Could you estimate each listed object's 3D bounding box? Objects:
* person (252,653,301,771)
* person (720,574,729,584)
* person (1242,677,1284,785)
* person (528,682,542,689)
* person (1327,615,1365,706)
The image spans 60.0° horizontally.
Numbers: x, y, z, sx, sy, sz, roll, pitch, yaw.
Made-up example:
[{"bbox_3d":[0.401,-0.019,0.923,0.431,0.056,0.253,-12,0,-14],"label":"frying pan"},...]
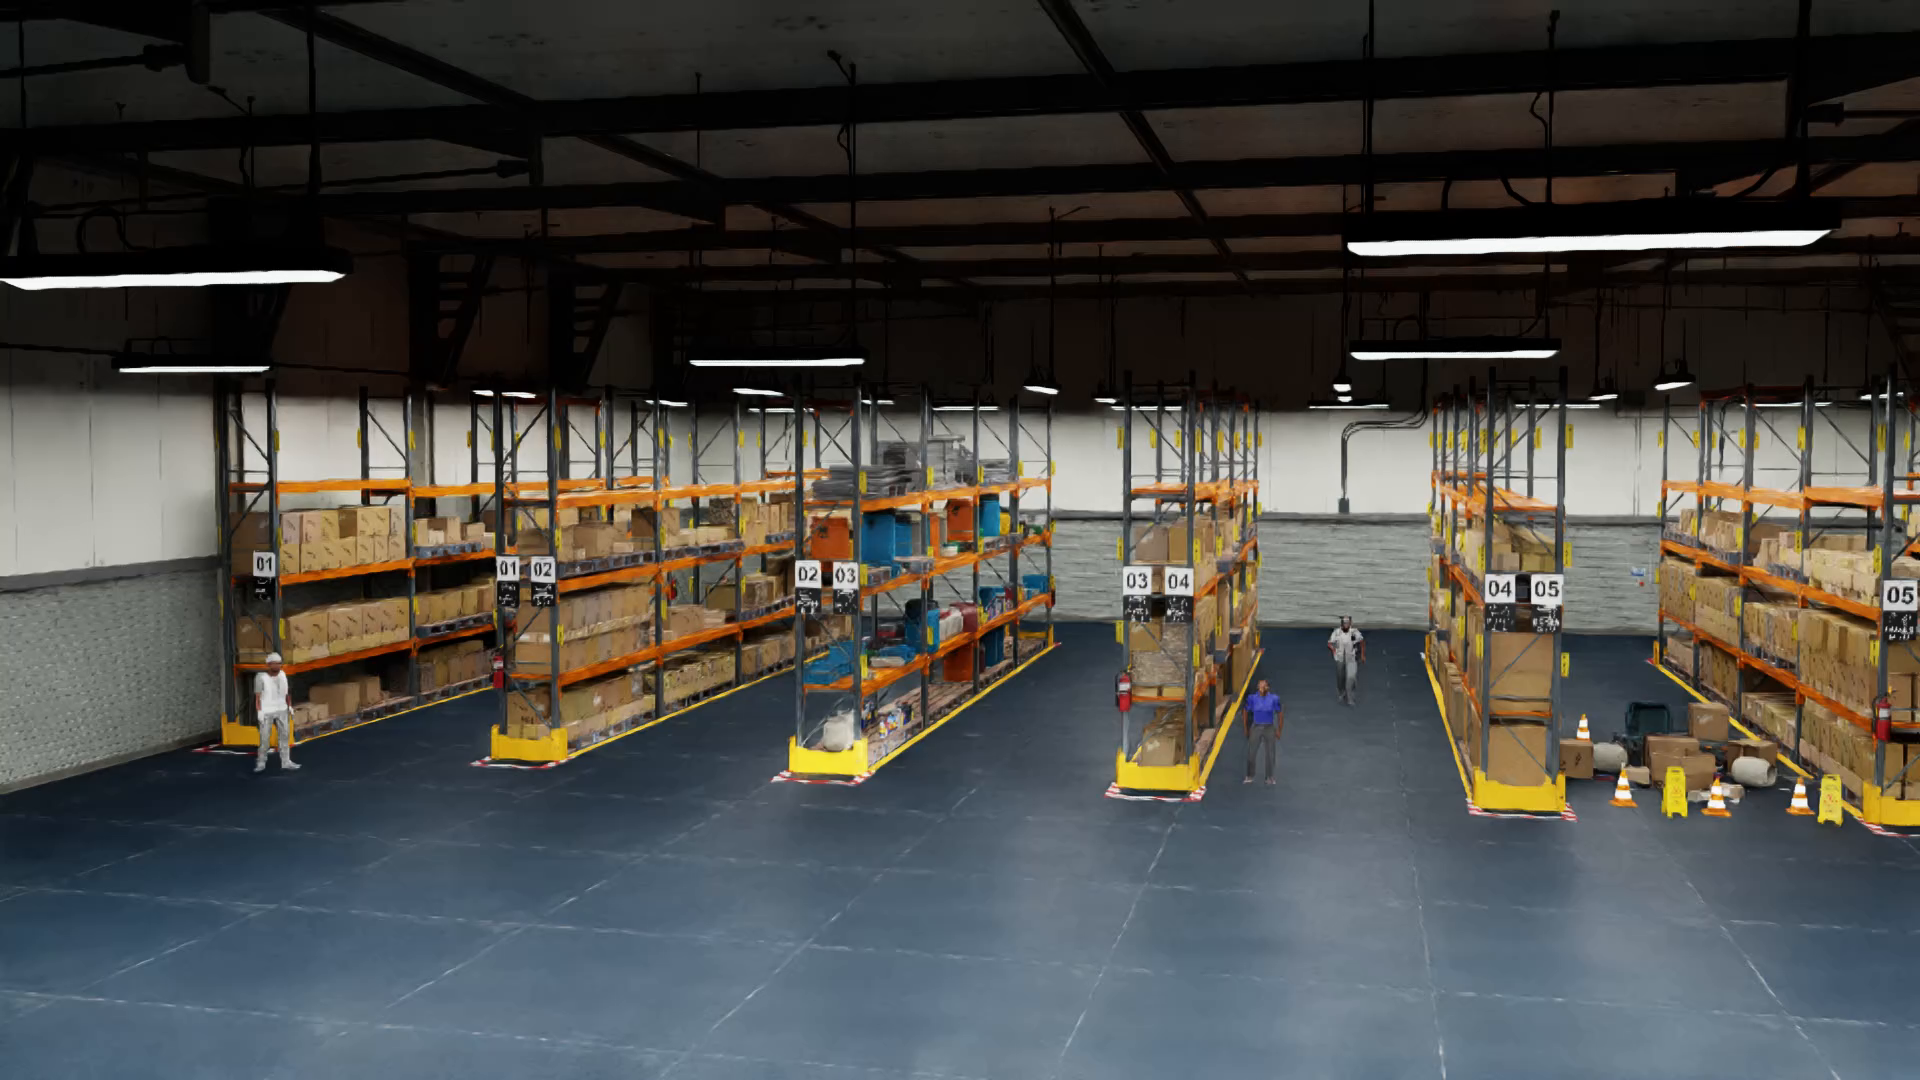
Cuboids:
[{"bbox_3d":[-10.379,2.594,25.140,0.478,1.788,0.645,3,4,39],"label":"person"},{"bbox_3d":[-5.720,1.690,40.579,0.480,1.737,0.622,0,3,-3],"label":"person"},{"bbox_3d":[4.386,2.761,24.111,0.593,1.603,0.509,1,3,10],"label":"person"},{"bbox_3d":[-8.486,2.147,33.531,0.463,1.673,0.577,-1,3,-11],"label":"person"},{"bbox_3d":[7.335,2.258,31.630,0.686,1.701,0.867,1,4,19],"label":"person"}]
